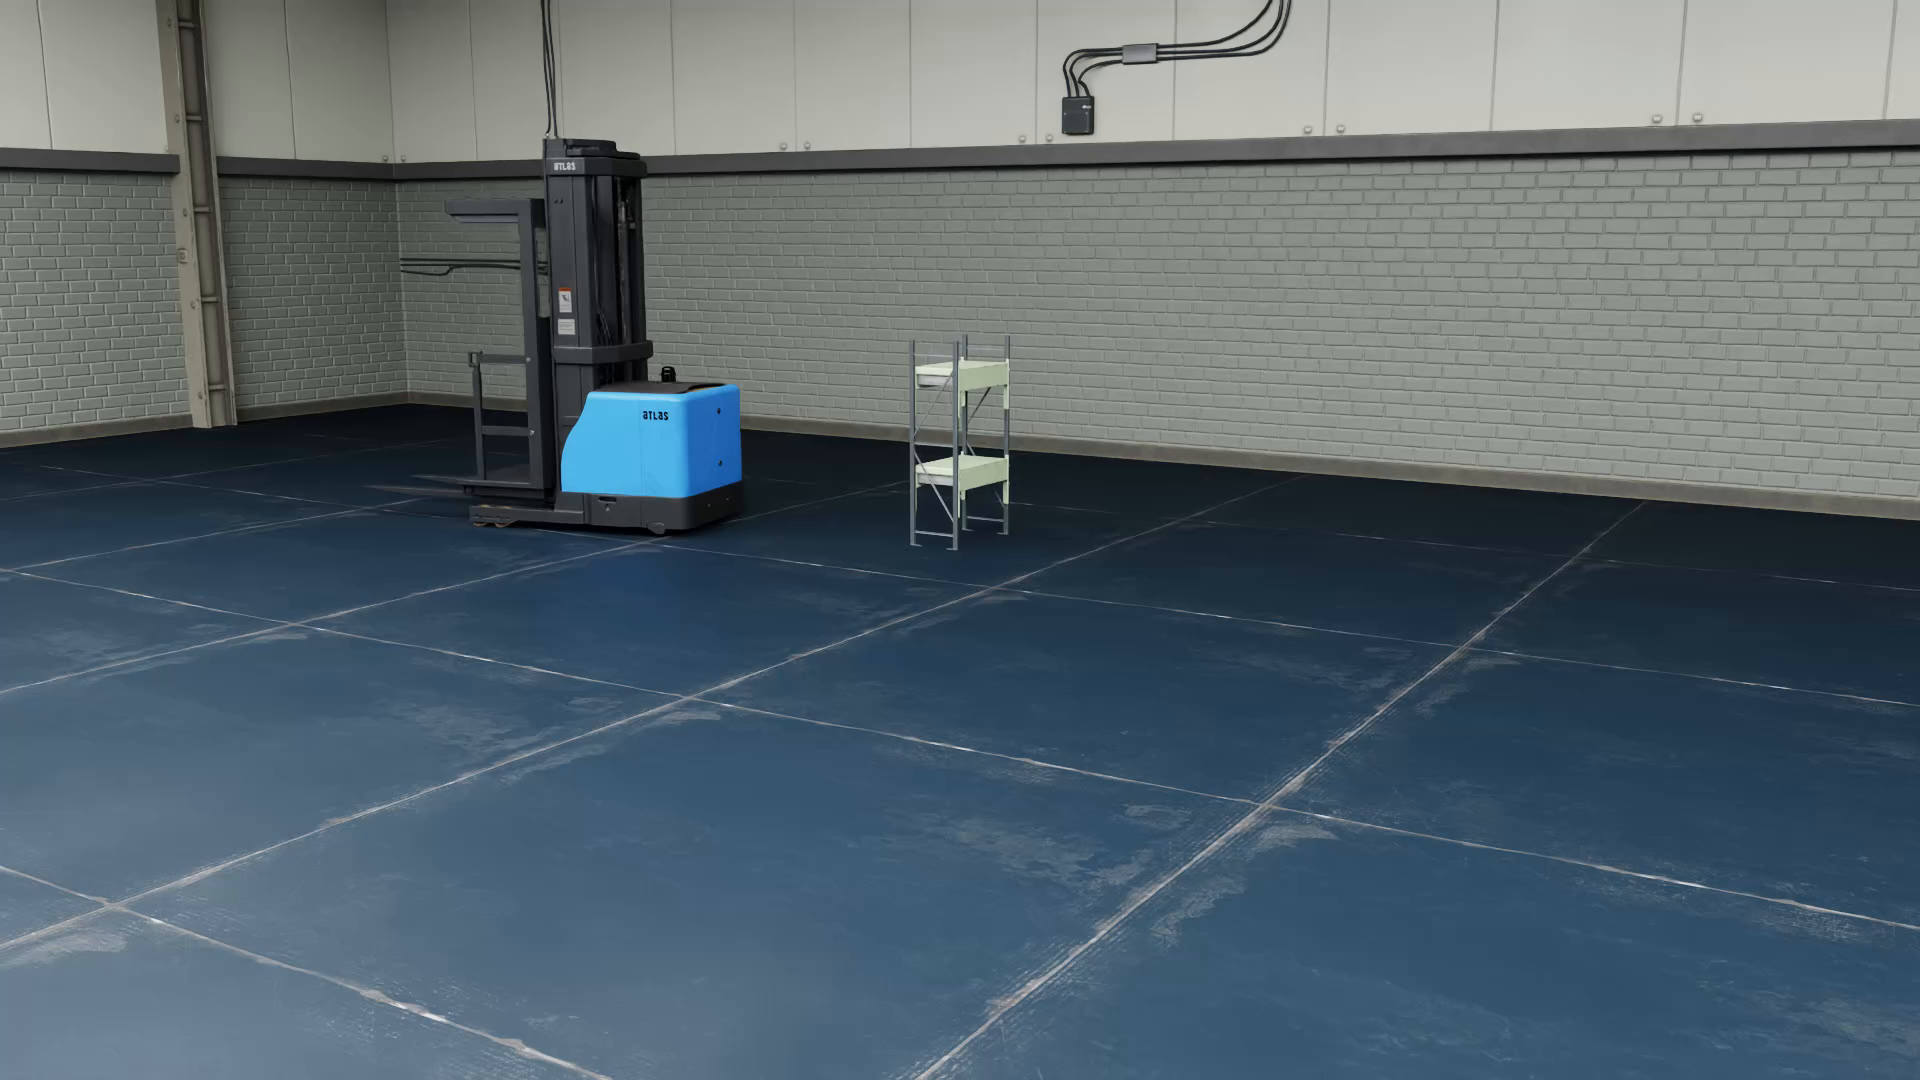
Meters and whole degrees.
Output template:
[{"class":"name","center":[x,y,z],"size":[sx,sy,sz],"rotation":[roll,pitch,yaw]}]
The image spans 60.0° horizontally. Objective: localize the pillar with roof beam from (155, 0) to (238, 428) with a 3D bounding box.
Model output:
[{"class":"pillar with roof beam","center":[-5.077,-5.354,16.511],"size":[9.100,9.000,0.400],"rotation":[6,12,31]}]

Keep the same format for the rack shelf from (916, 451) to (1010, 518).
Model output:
[{"class":"rack shelf","center":[0.003,-0.418,12.296],"size":[0.431,0.370,0.720],"rotation":[6,12,31]}]

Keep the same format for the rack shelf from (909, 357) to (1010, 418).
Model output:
[{"class":"rack shelf","center":[0.003,-1.122,12.164],"size":[0.431,0.370,0.720],"rotation":[6,12,31]}]

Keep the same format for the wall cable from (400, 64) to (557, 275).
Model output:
[{"class":"wall cable","center":[-6.096,-4.576,20.794],"size":[3.097,2.526,0.112],"rotation":[6,12,31]}]

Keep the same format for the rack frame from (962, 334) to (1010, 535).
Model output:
[{"class":"rack frame","center":[0.193,-0.796,12.544],"size":[0.400,1.500,0.023],"rotation":[6,12,31]}]

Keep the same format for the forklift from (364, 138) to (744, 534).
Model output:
[{"class":"forklift","center":[-3.293,-1.622,13.070],"size":[3.031,2.935,1.130],"rotation":[4,11,19]}]

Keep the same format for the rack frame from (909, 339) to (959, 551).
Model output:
[{"class":"rack frame","center":[-0.187,-0.681,11.929],"size":[0.400,1.500,0.023],"rotation":[6,12,31]}]

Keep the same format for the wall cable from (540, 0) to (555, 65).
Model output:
[{"class":"wall cable","center":[-3.784,-6.800,18.949],"size":[3.097,2.526,0.112],"rotation":[6,12,31]}]

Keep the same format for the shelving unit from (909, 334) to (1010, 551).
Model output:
[{"class":"shelving unit","center":[0.003,-0.738,12.236],"size":[0.431,1.500,0.755],"rotation":[6,12,31]}]

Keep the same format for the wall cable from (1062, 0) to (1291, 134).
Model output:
[{"class":"wall cable","center":[2.009,-6.864,15.337],"size":[2.305,6.003,0.169],"rotation":[6,12,31]}]
